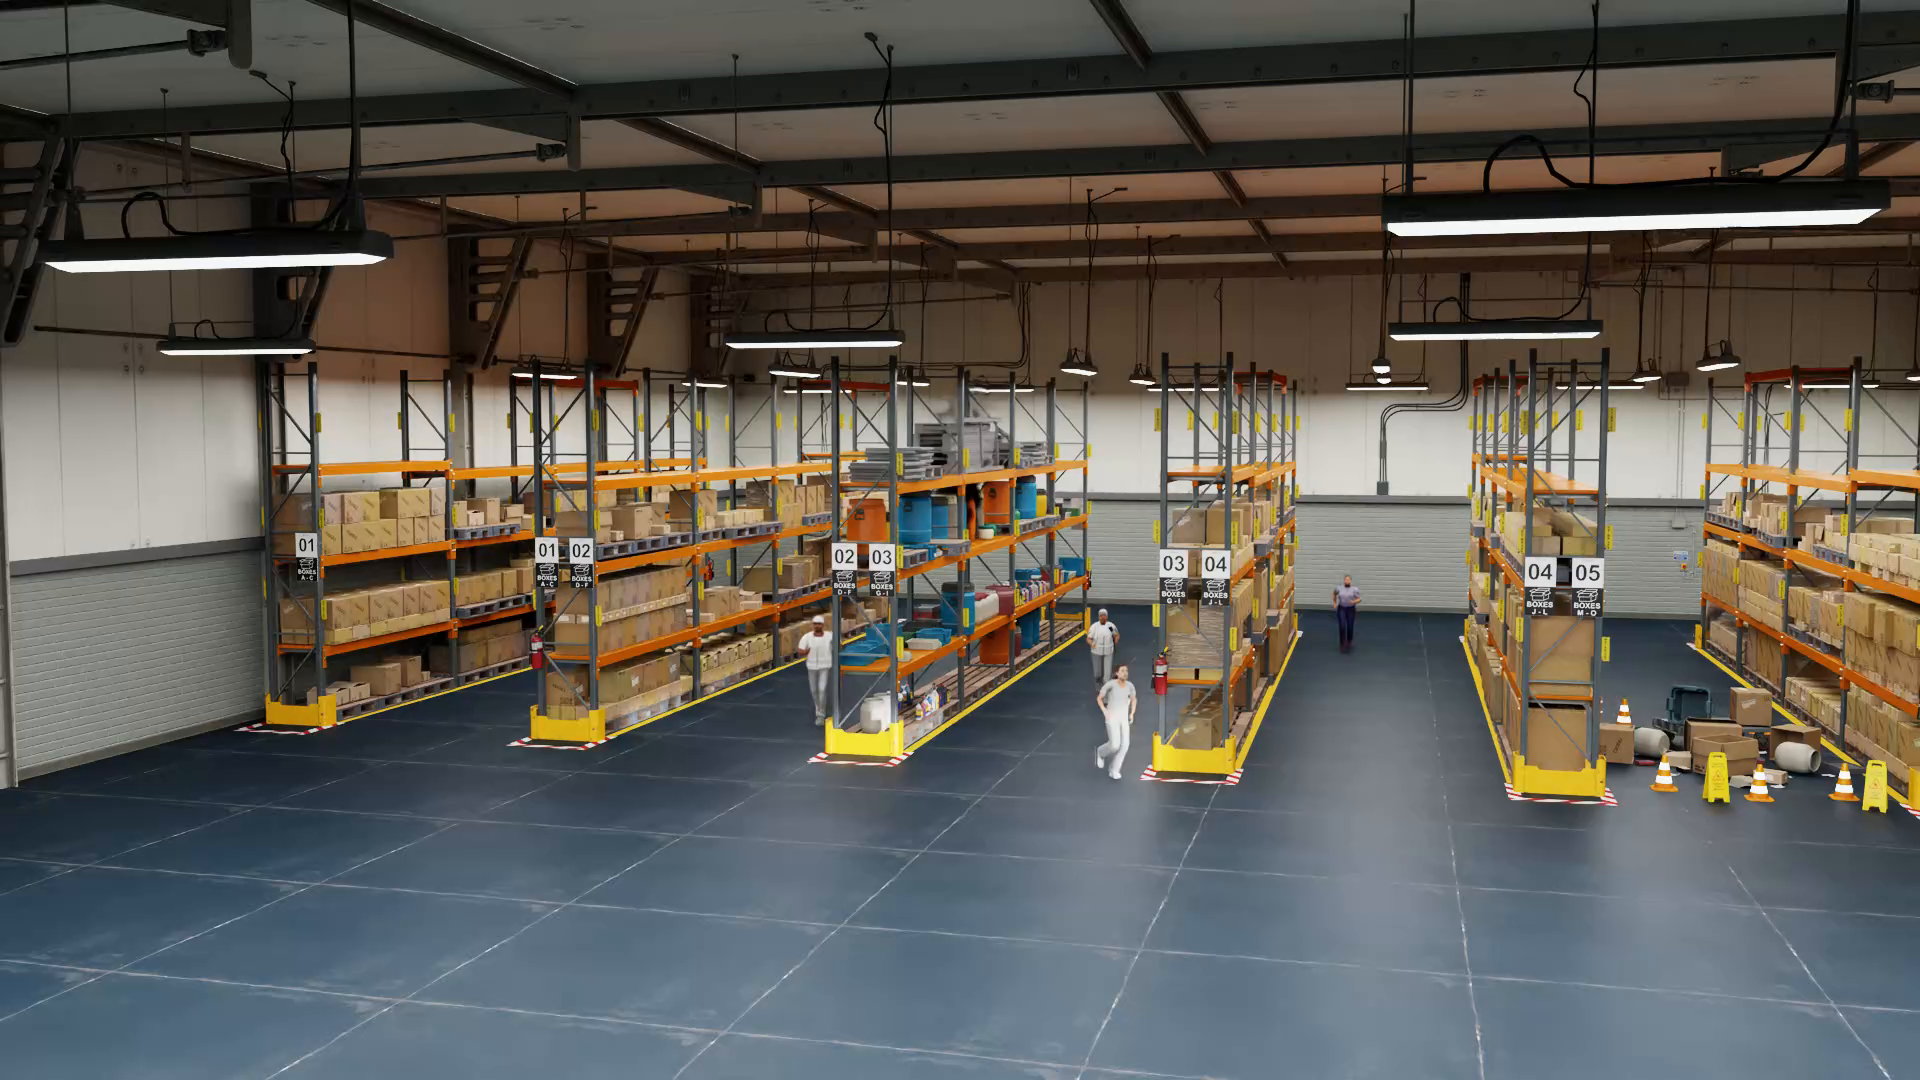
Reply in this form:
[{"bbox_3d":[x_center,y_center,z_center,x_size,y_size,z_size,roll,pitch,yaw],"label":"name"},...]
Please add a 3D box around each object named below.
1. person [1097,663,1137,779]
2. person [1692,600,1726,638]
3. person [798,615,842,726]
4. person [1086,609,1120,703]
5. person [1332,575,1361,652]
[{"bbox_3d":[2.219,2.538,23.592,0.600,1.630,0.555,-2,4,-23],"label":"person"},{"bbox_3d":[17.240,1.455,38.168,0.707,1.668,0.956,-3,5,-41],"label":"person"},{"bbox_3d":[-2.357,2.140,27.741,0.693,1.770,0.957,1,4,8],"label":"person"},{"bbox_3d":[2.591,2.081,30.108,0.607,1.657,0.841,0,4,2],"label":"person"},{"bbox_3d":[8.524,1.591,36.647,0.617,1.657,0.846,1,4,11],"label":"person"}]
